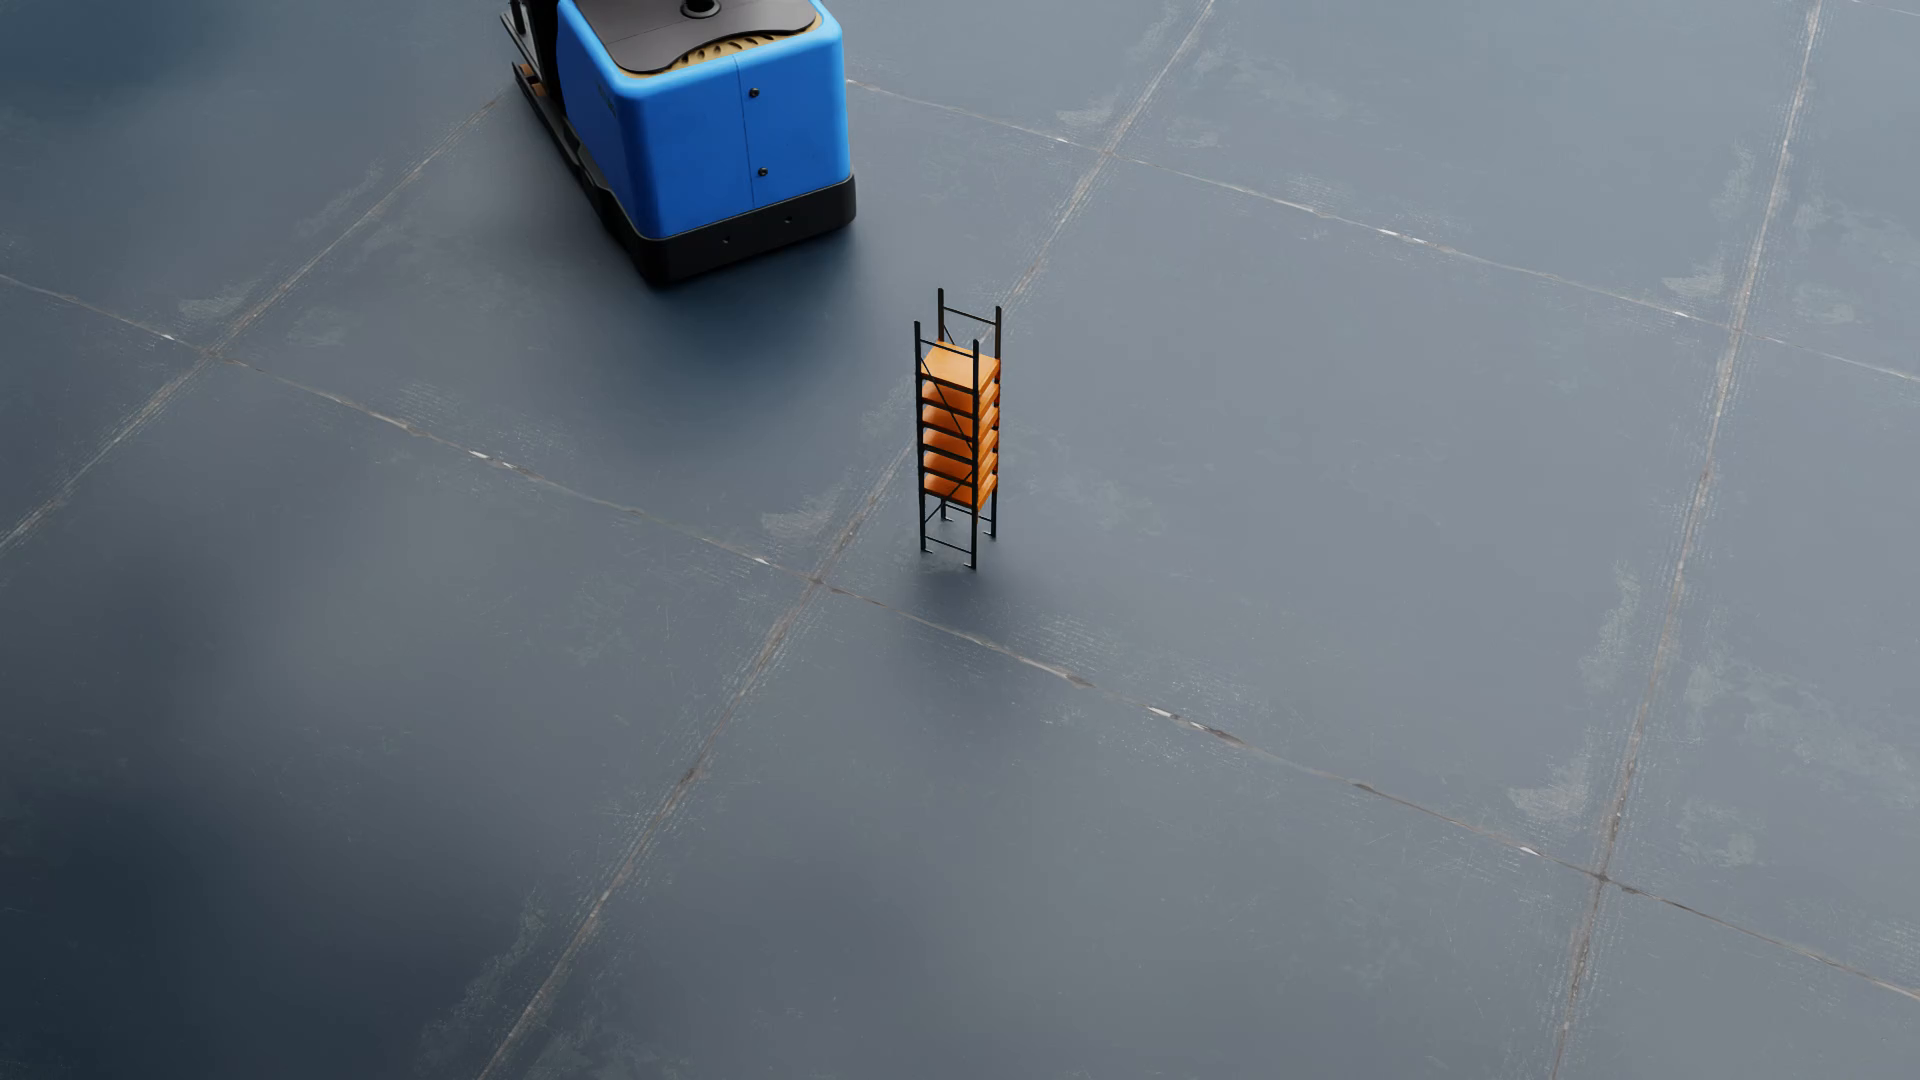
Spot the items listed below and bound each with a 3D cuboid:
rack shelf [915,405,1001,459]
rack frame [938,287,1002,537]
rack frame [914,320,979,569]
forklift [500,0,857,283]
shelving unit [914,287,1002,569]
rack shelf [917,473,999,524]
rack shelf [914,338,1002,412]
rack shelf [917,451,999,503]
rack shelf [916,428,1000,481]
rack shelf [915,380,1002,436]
[{"bbox_3d":[-0.006,-0.428,6.042,0.258,0.103,0.180,20,52,16],"label":"rack shelf"},{"bbox_3d":[0.033,-0.442,6.153,0.240,1.200,0.006,20,52,16],"label":"rack frame"},{"bbox_3d":[-0.045,-0.316,6.046,0.240,1.200,0.006,20,52,16],"label":"rack frame"},{"bbox_3d":[-1.613,-3.234,7.392,1.130,2.935,3.031,-22,53,-17],"label":"forklift"},{"bbox_3d":[-0.006,-0.379,6.100,0.258,1.200,0.189,20,52,16],"label":"shelving unit"},{"bbox_3d":[-0.006,-0.195,6.316,0.258,0.103,0.180,20,52,16],"label":"rack shelf"},{"bbox_3d":[-0.006,-0.583,5.859,0.258,0.103,0.180,20,52,16],"label":"rack shelf"},{"bbox_3d":[-0.006,-0.272,6.225,0.258,0.103,0.180,20,52,16],"label":"rack shelf"},{"bbox_3d":[-0.006,-0.350,6.134,0.258,0.103,0.180,20,52,16],"label":"rack shelf"},{"bbox_3d":[-0.006,-0.506,5.951,0.258,0.103,0.180,20,52,16],"label":"rack shelf"}]
